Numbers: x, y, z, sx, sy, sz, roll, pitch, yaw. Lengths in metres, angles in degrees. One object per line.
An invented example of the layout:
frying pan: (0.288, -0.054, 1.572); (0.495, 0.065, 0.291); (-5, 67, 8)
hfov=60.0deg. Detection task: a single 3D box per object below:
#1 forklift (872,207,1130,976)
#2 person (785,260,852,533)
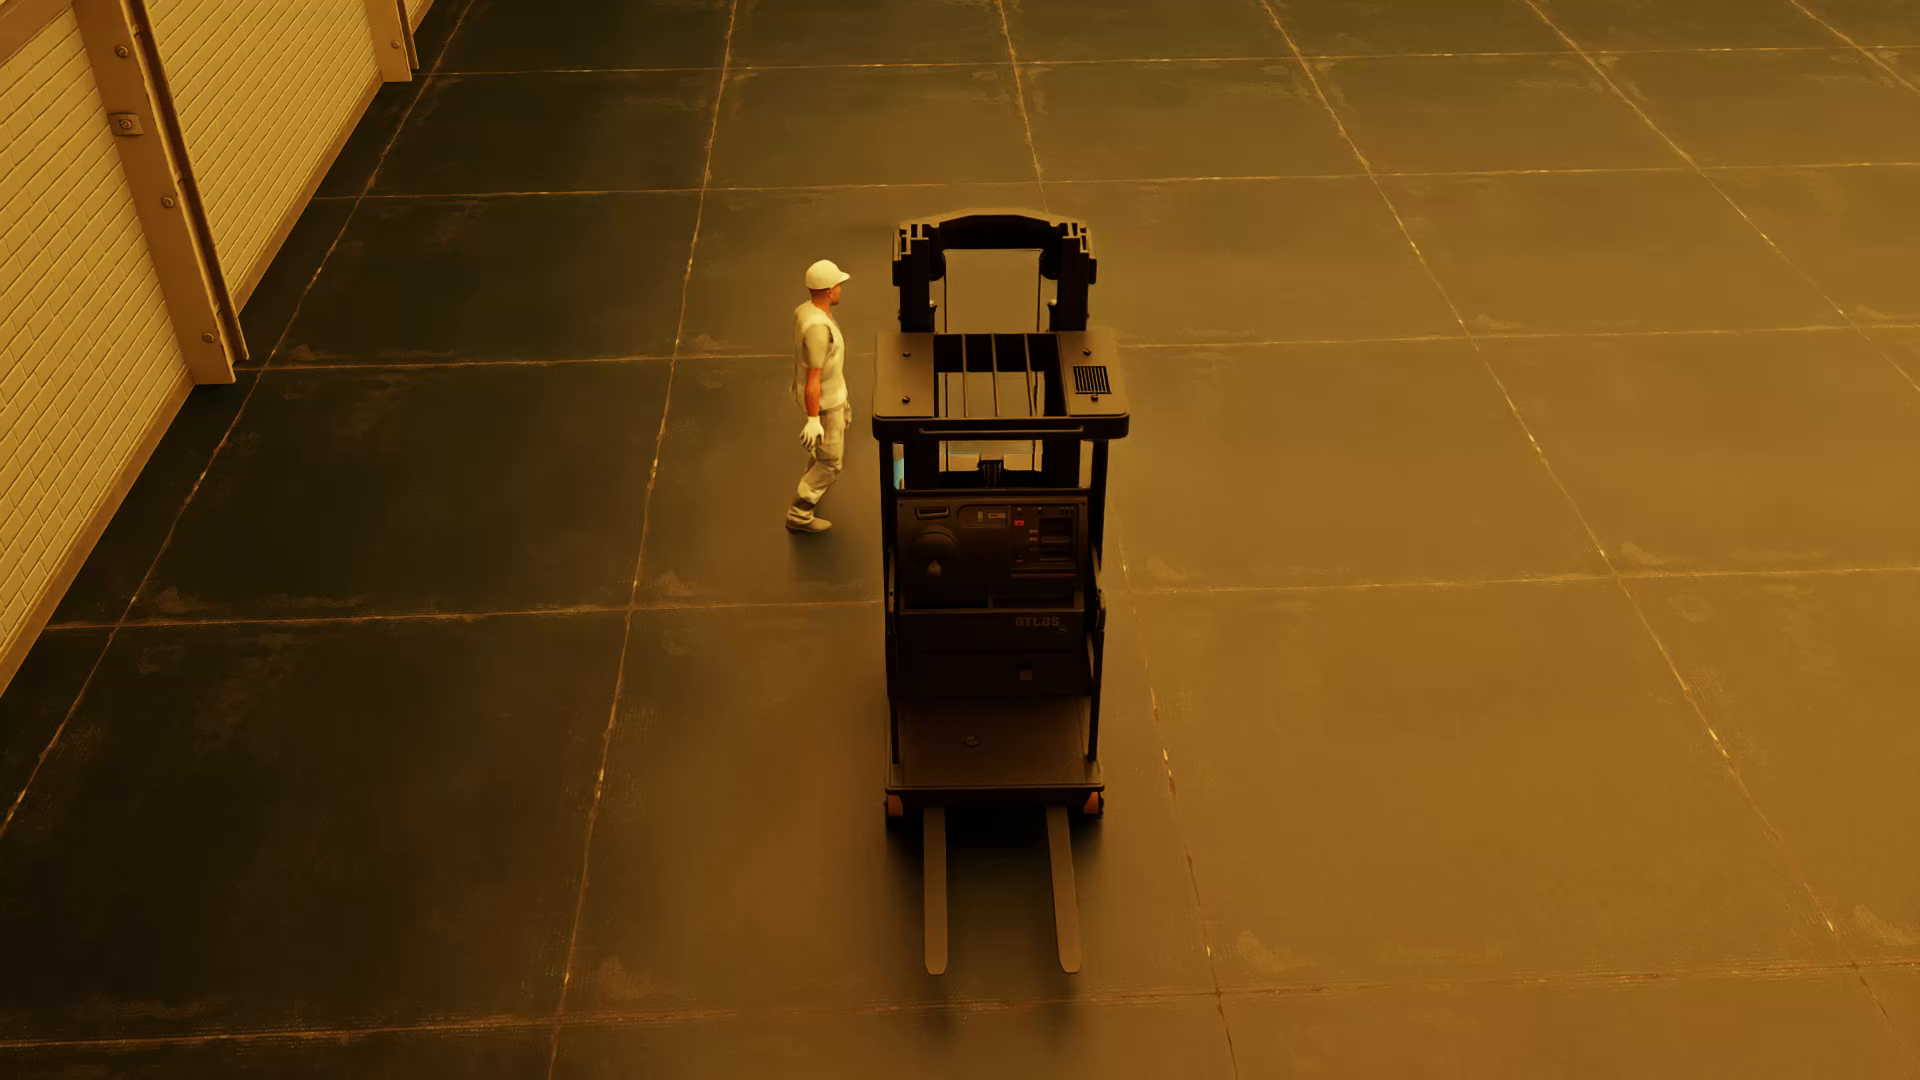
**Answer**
forklift: (0.165, 0.050, 7.942); (1.130, 2.935, 3.031); (-1, 36, -1)
person: (-0.884, -0.852, 10.216); (0.489, 1.757, 0.891); (-4, 36, -6)
